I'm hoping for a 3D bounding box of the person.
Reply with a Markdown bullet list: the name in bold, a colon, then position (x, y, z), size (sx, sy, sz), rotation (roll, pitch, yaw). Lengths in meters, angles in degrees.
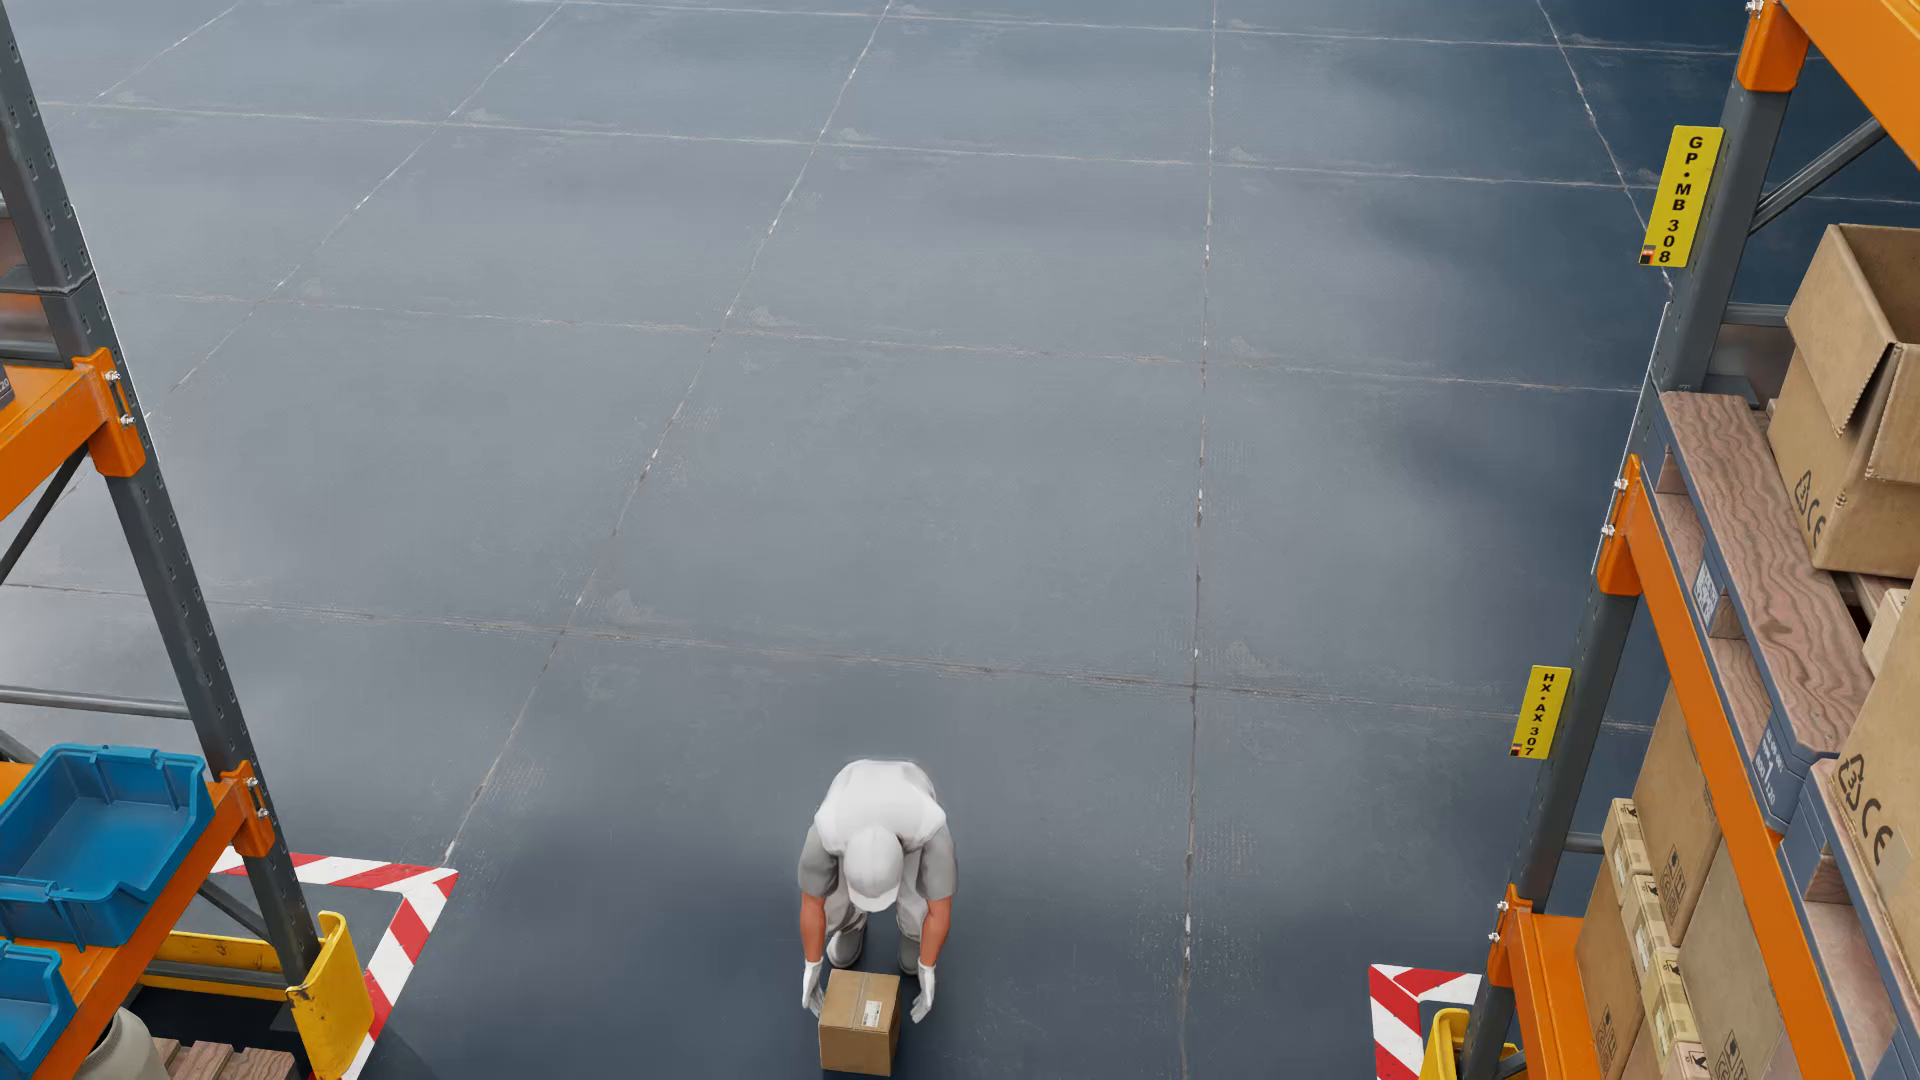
- **person**: position (-0.278, 1.199, 6.001), size (0.577, 1.040, 0.872), rotation (4, 36, 6)
